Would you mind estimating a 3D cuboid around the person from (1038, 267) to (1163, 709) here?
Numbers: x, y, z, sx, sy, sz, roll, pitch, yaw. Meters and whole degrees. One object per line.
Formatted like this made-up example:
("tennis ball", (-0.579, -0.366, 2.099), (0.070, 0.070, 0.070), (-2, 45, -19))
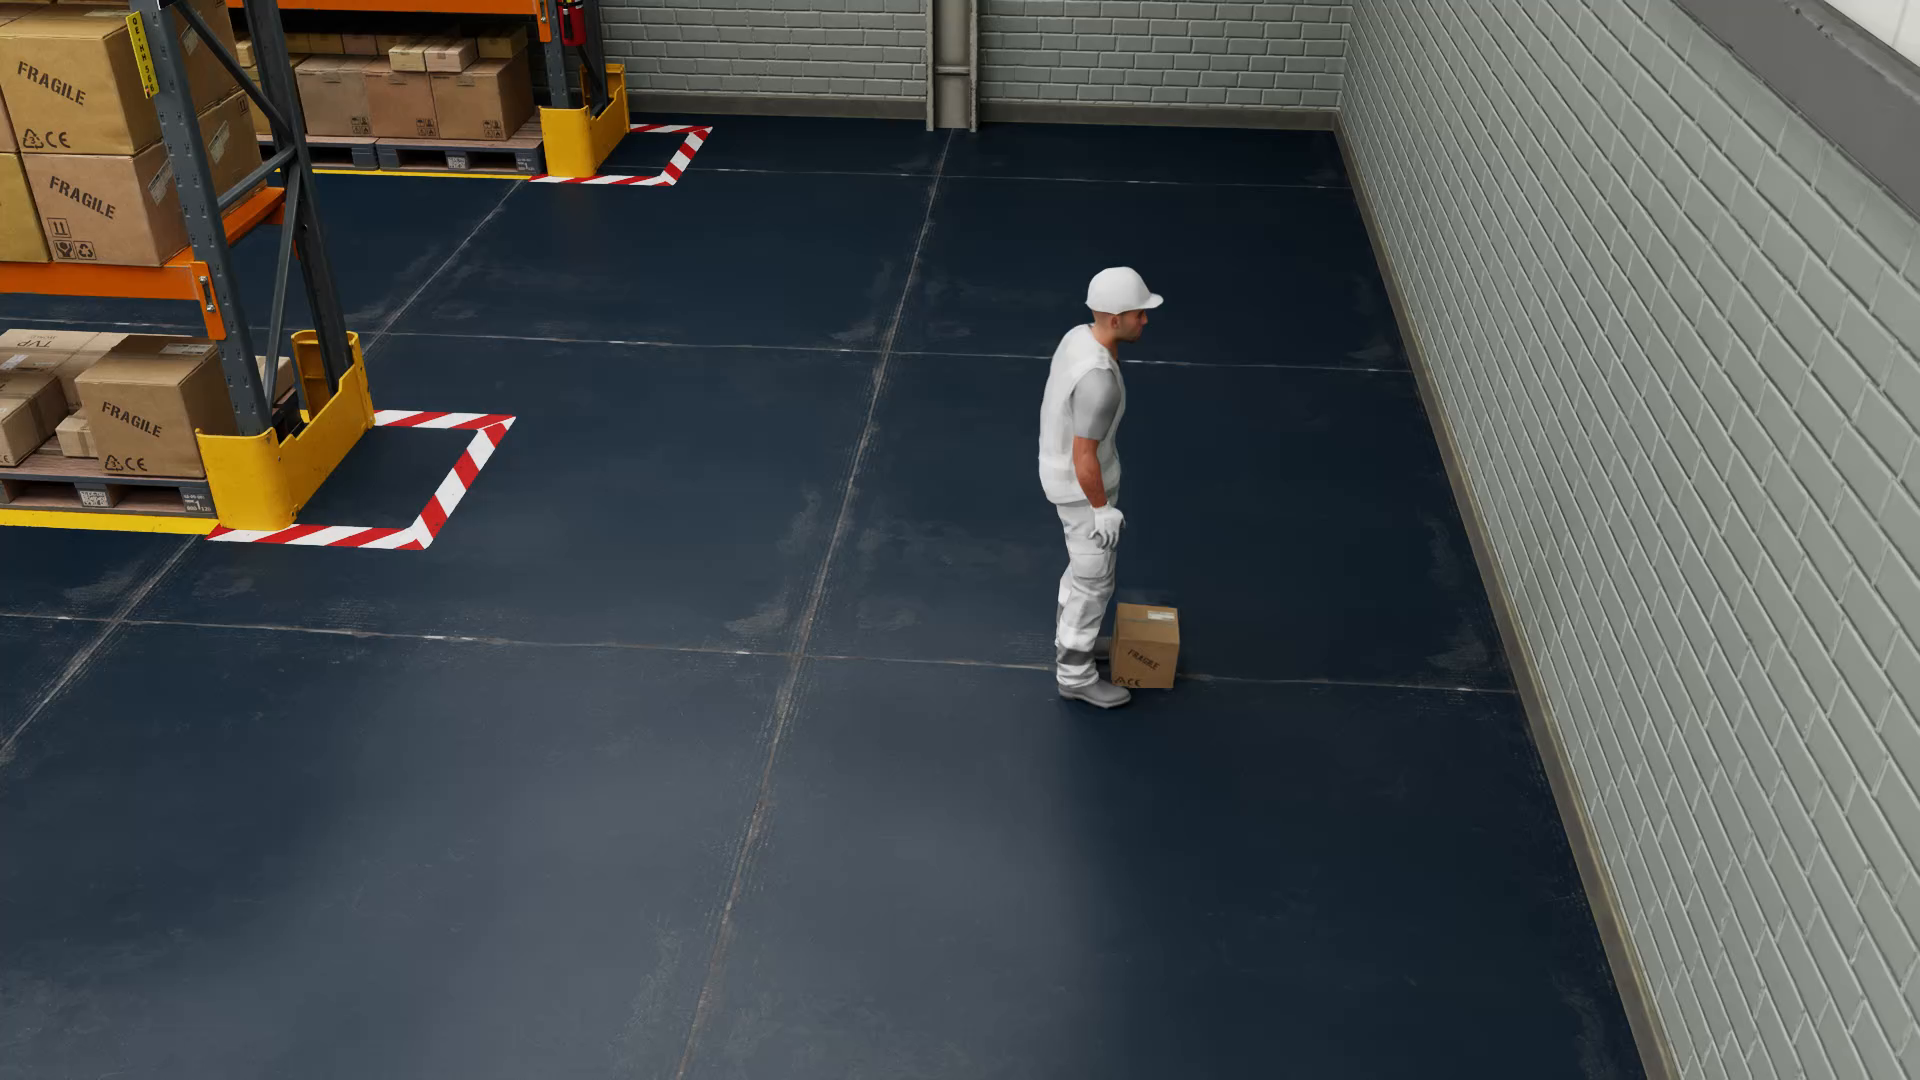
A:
("person", (0.522, -0.212, 6.466), (0.441, 1.778, 0.579), (1, 32, 2))
